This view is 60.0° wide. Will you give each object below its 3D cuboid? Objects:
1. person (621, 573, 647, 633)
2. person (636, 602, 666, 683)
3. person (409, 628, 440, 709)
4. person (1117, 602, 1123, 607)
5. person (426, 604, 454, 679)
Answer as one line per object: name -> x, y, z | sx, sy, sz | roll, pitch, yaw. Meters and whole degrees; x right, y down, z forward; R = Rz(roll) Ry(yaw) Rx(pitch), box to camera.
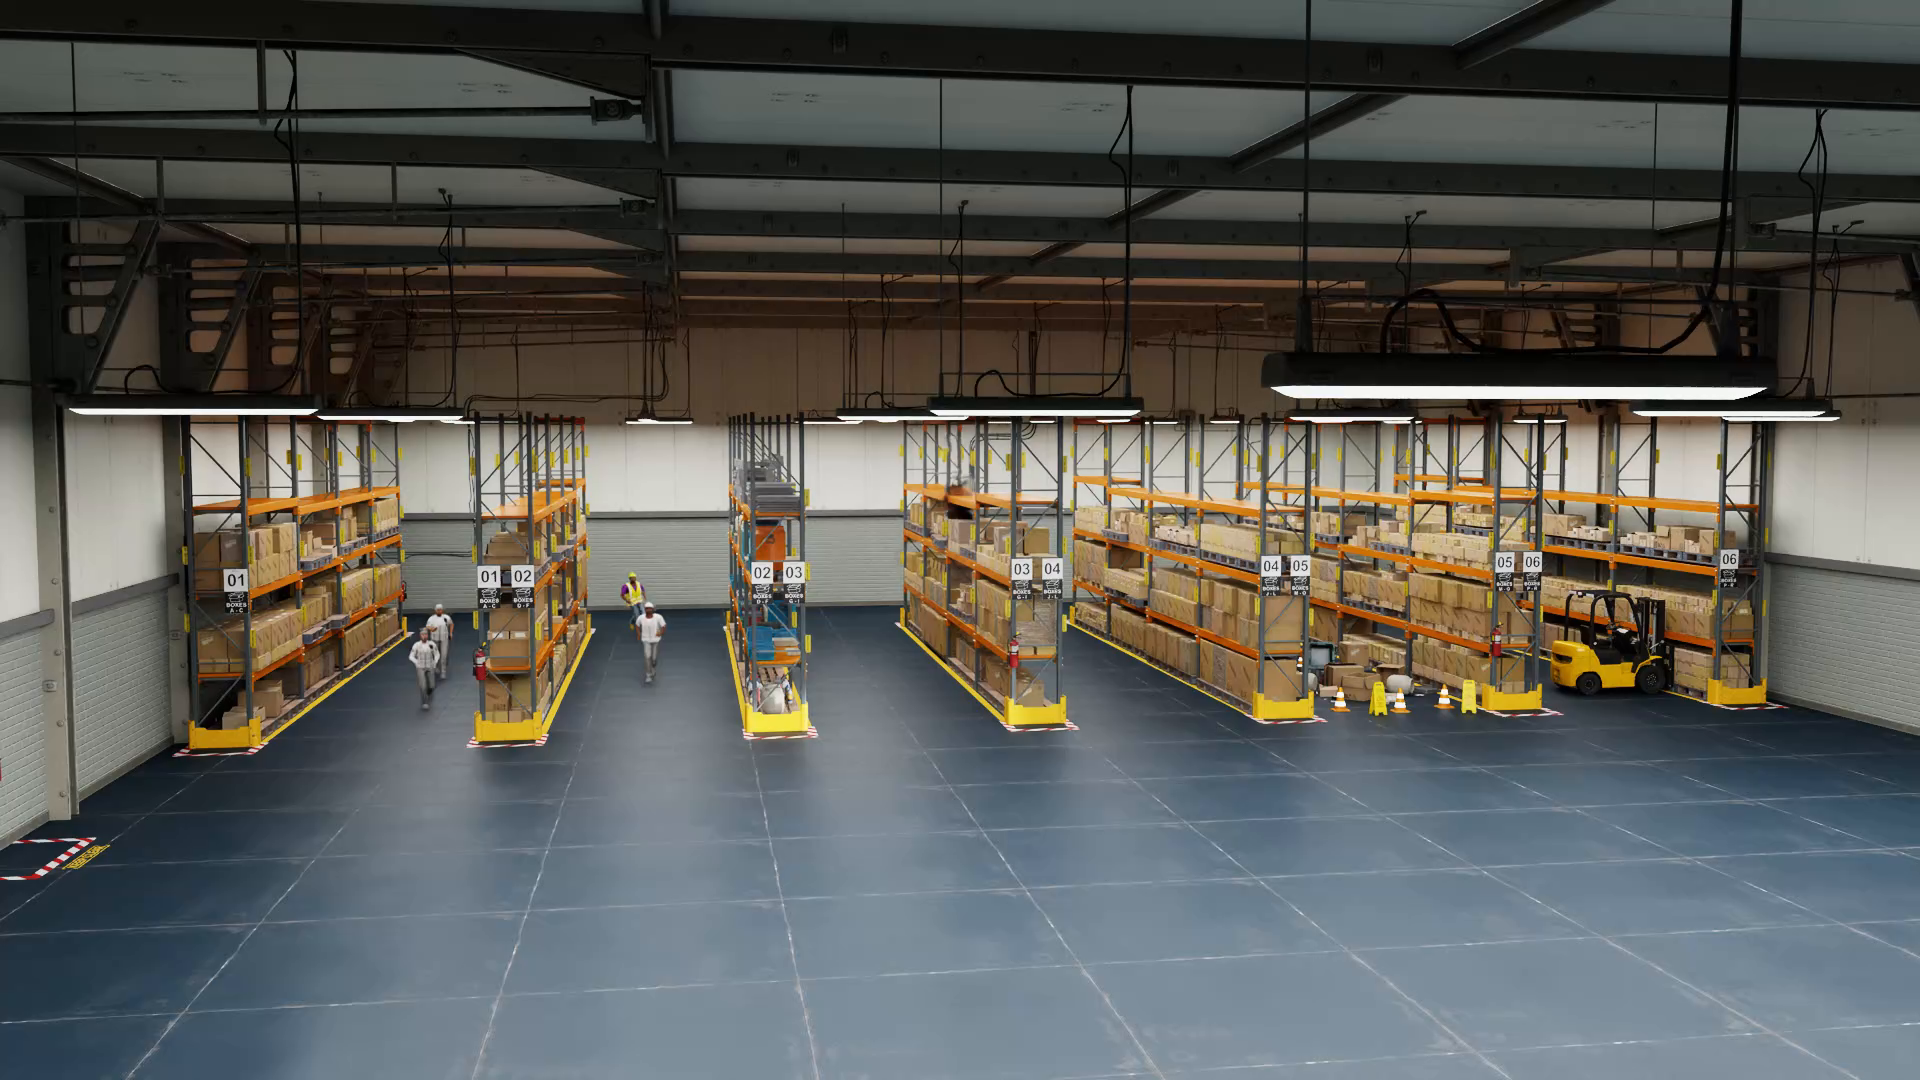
person -> -9.027, 1.748, 46.178 | 0.702, 1.685, 0.562 | -3, 5, -38
person -> -6.956, 2.277, 37.453 | 0.686, 1.773, 0.886 | -1, 4, -9
person -> -10.856, 2.603, 33.766 | 0.608, 1.643, 0.538 | -2, 4, -24
person -> 4.995, 1.487, 50.042 | 0.875, 1.719, 0.688 | -1, 4, -13
person -> -11.883, 2.292, 38.001 | 0.607, 1.651, 0.941 | -1, 4, -15
